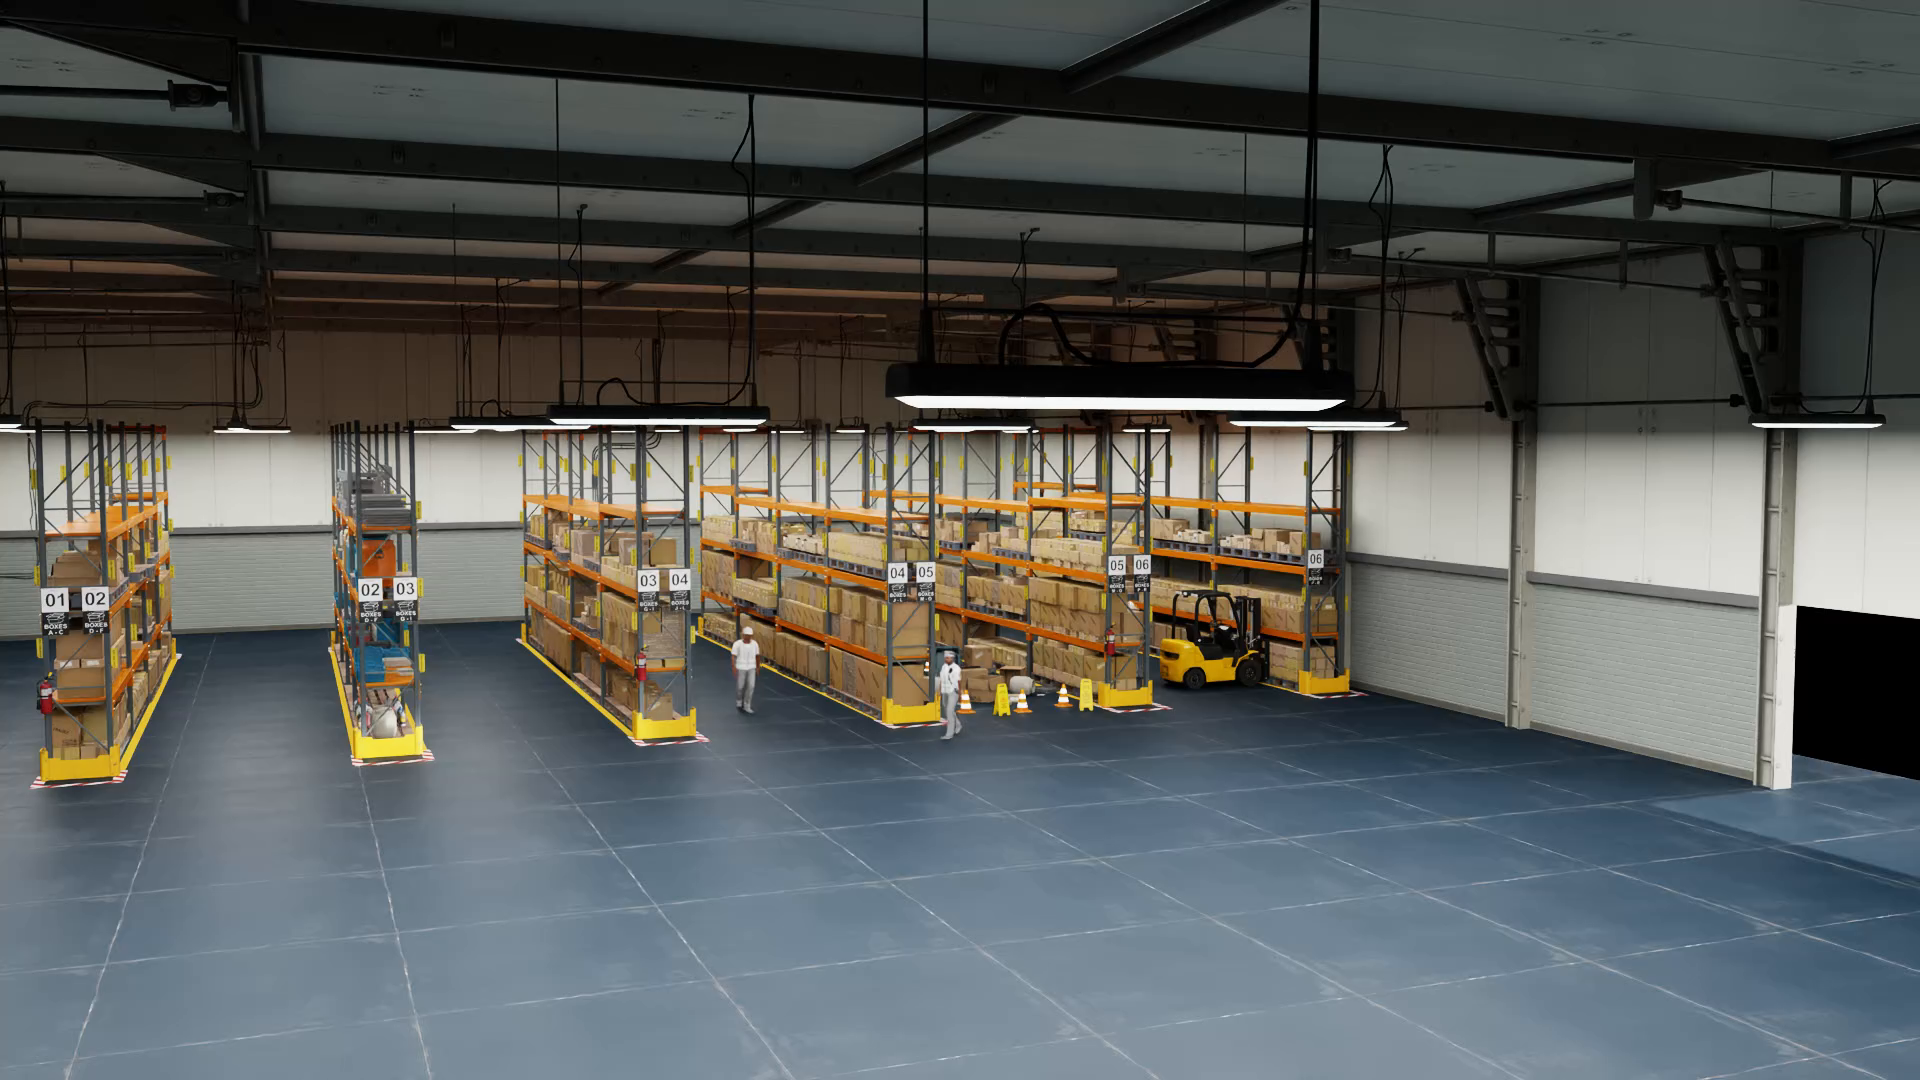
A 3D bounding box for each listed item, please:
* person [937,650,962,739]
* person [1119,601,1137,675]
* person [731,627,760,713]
[{"bbox_3d":[-0.160,2.911,31.614,0.431,1.655,0.781,4,5,45],"label":"person"},{"bbox_3d":[4.068,2.376,39.843,0.546,1.821,0.613,-2,4,-27],"label":"person"},{"bbox_3d":[-4.458,2.704,34.695,0.656,1.786,0.667,-2,4,-25],"label":"person"}]
